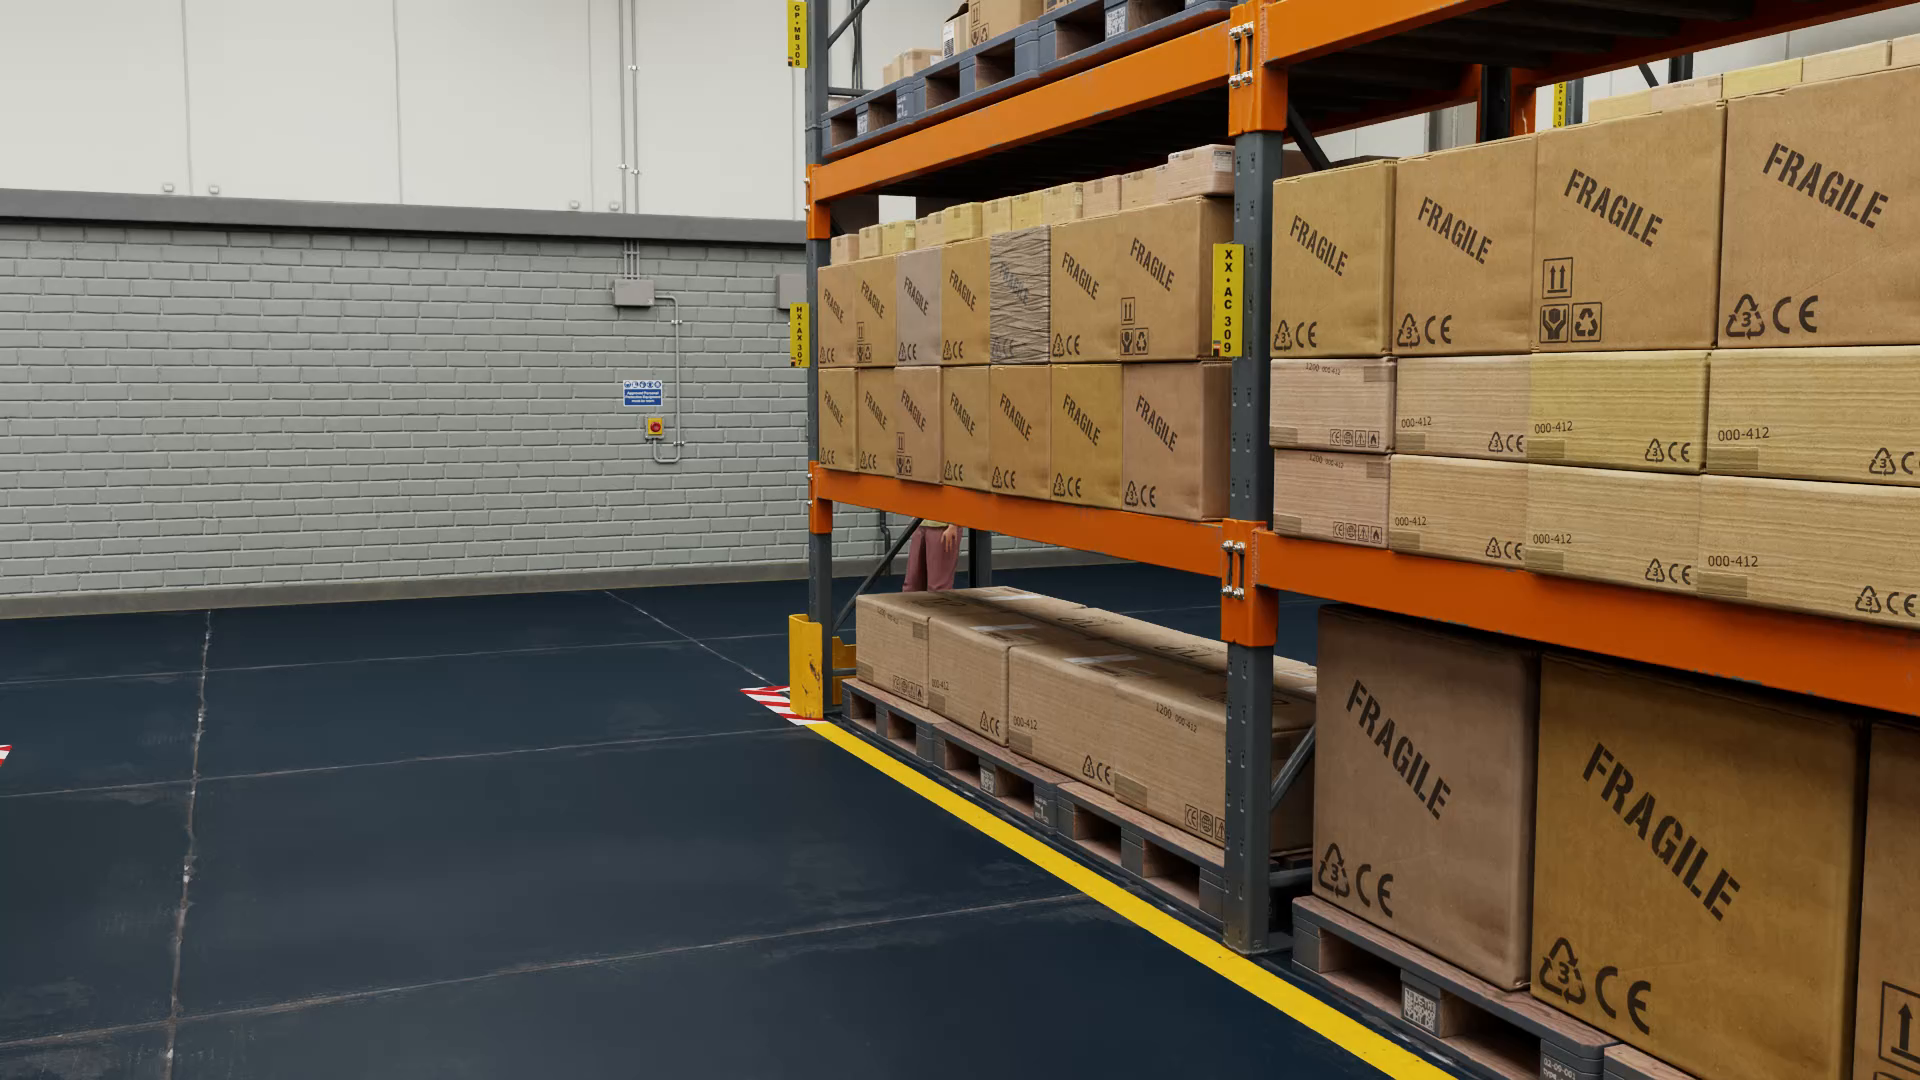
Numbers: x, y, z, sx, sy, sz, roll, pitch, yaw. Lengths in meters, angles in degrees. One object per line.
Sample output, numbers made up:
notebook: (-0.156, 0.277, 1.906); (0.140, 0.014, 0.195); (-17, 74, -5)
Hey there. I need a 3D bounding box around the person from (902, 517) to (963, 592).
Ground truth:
person: (-0.198, -0.064, 10.040); (0.549, 1.676, 0.555); (-3, 6, -26)
